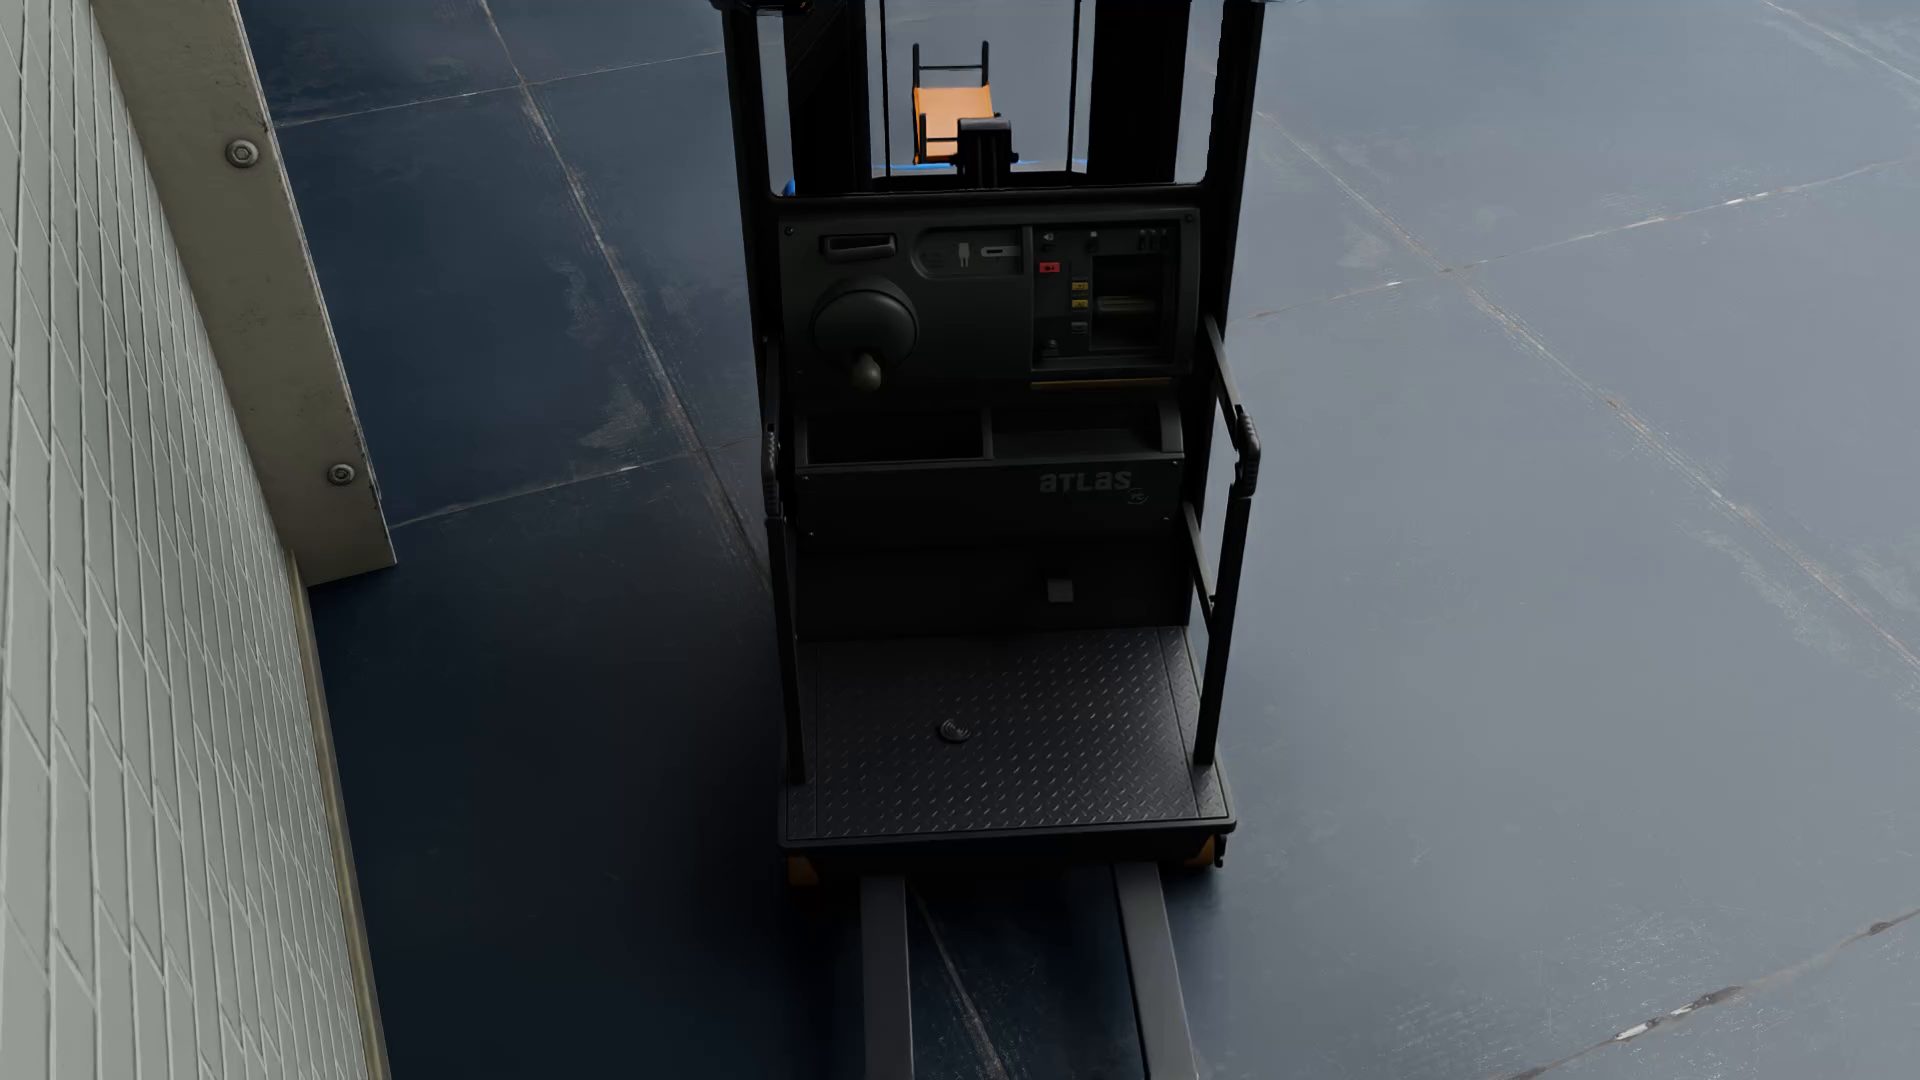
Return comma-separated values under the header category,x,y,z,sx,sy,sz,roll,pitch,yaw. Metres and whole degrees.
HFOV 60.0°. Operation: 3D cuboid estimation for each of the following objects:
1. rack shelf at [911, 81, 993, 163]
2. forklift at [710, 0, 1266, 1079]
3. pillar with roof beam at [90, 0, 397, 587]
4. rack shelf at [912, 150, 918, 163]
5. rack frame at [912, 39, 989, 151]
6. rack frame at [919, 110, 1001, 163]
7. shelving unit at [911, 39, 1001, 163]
category,x,y,z,sx,sy,sz,roll,pitch,yaw
rack shelf,-0.015,-1.254,5.186,0.258,0.148,0.480,-2,41,-3
forklift,0.085,-0.458,3.534,1.130,2.935,3.031,-2,41,-3
pillar with roof beam,2.011,-4.492,3.572,9.100,9.000,0.400,-15,43,-17
rack shelf,-0.015,-1.075,5.340,0.258,0.148,0.480,-2,41,-3
rack frame,-0.030,-1.115,5.627,0.240,1.200,0.015,-2,41,-3
rack frame,-0.001,-0.798,5.257,0.240,1.200,0.015,-2,41,-3
shelving unit,-0.015,-0.956,5.442,0.258,1.200,0.503,-2,41,-3
